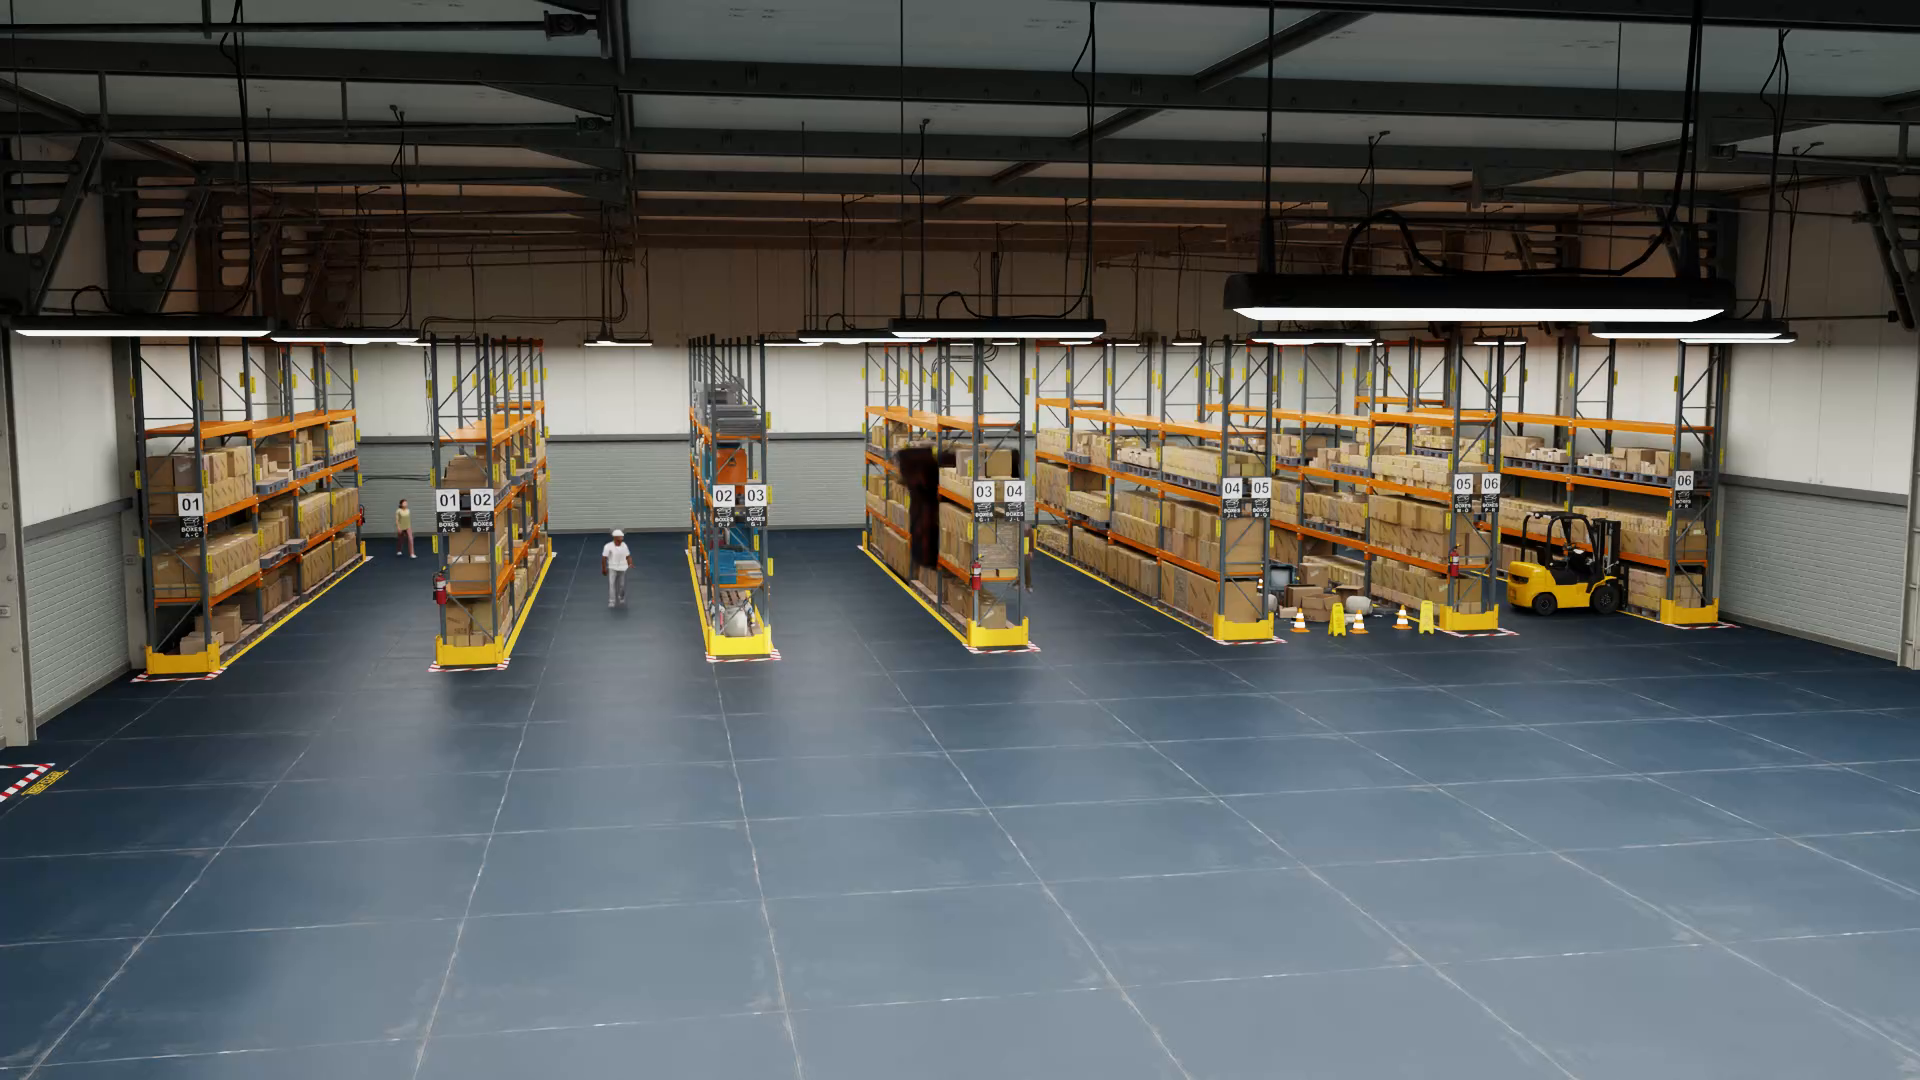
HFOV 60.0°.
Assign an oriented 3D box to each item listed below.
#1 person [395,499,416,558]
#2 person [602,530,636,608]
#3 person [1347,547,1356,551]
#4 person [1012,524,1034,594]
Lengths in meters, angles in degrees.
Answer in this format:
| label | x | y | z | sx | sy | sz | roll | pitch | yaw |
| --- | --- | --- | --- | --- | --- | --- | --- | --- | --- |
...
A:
| label | x | y | z | sx | sy | sz | roll | pitch | yaw |
| --- | --- | --- | --- | --- | --- | --- | --- | --- | --- |
| person | -15.289 | -0.318 | 45.740 | 0.475 | 1.626 | 0.996 | -4 | 8 | -32 |
| person | -7.560 | 0.626 | 36.839 | 0.736 | 1.693 | 1.083 | -1 | 7 | -6 |
| person | 11.209 | -0.535 | 47.438 | 0.405 | 1.689 | 0.479 | -1 | 7 | -8 |
| person | 1.344 | 0.282 | 37.183 | 0.636 | 1.760 | 0.792 | 0 | 7 | -1 |
